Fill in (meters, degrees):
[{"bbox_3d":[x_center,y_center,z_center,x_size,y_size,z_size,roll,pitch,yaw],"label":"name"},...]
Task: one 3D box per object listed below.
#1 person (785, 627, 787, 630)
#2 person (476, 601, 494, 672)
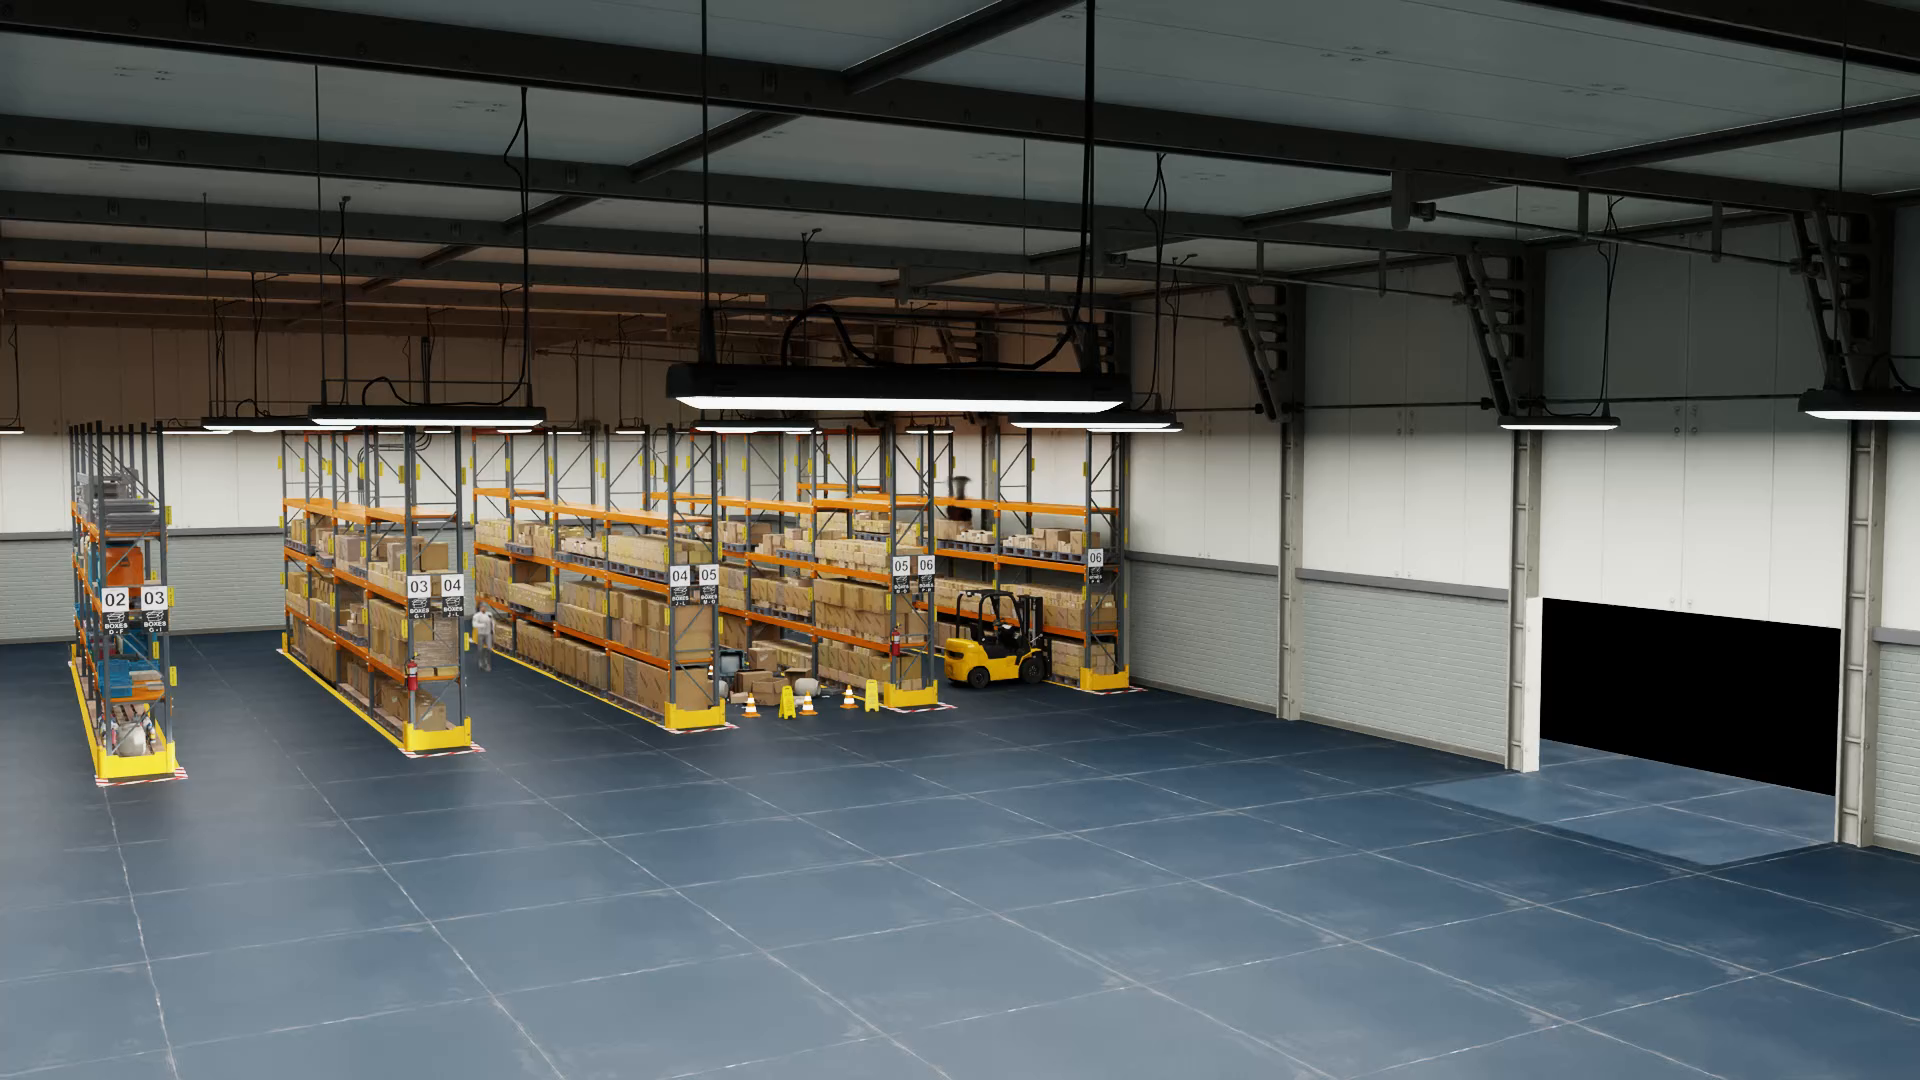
[{"bbox_3d":[-4.956,1.874,48.255,0.738,1.555,0.537,2,4,27],"label":"person"},{"bbox_3d":[-11.659,2.356,40.836,0.467,1.745,0.831,-1,4,-23],"label":"person"}]
